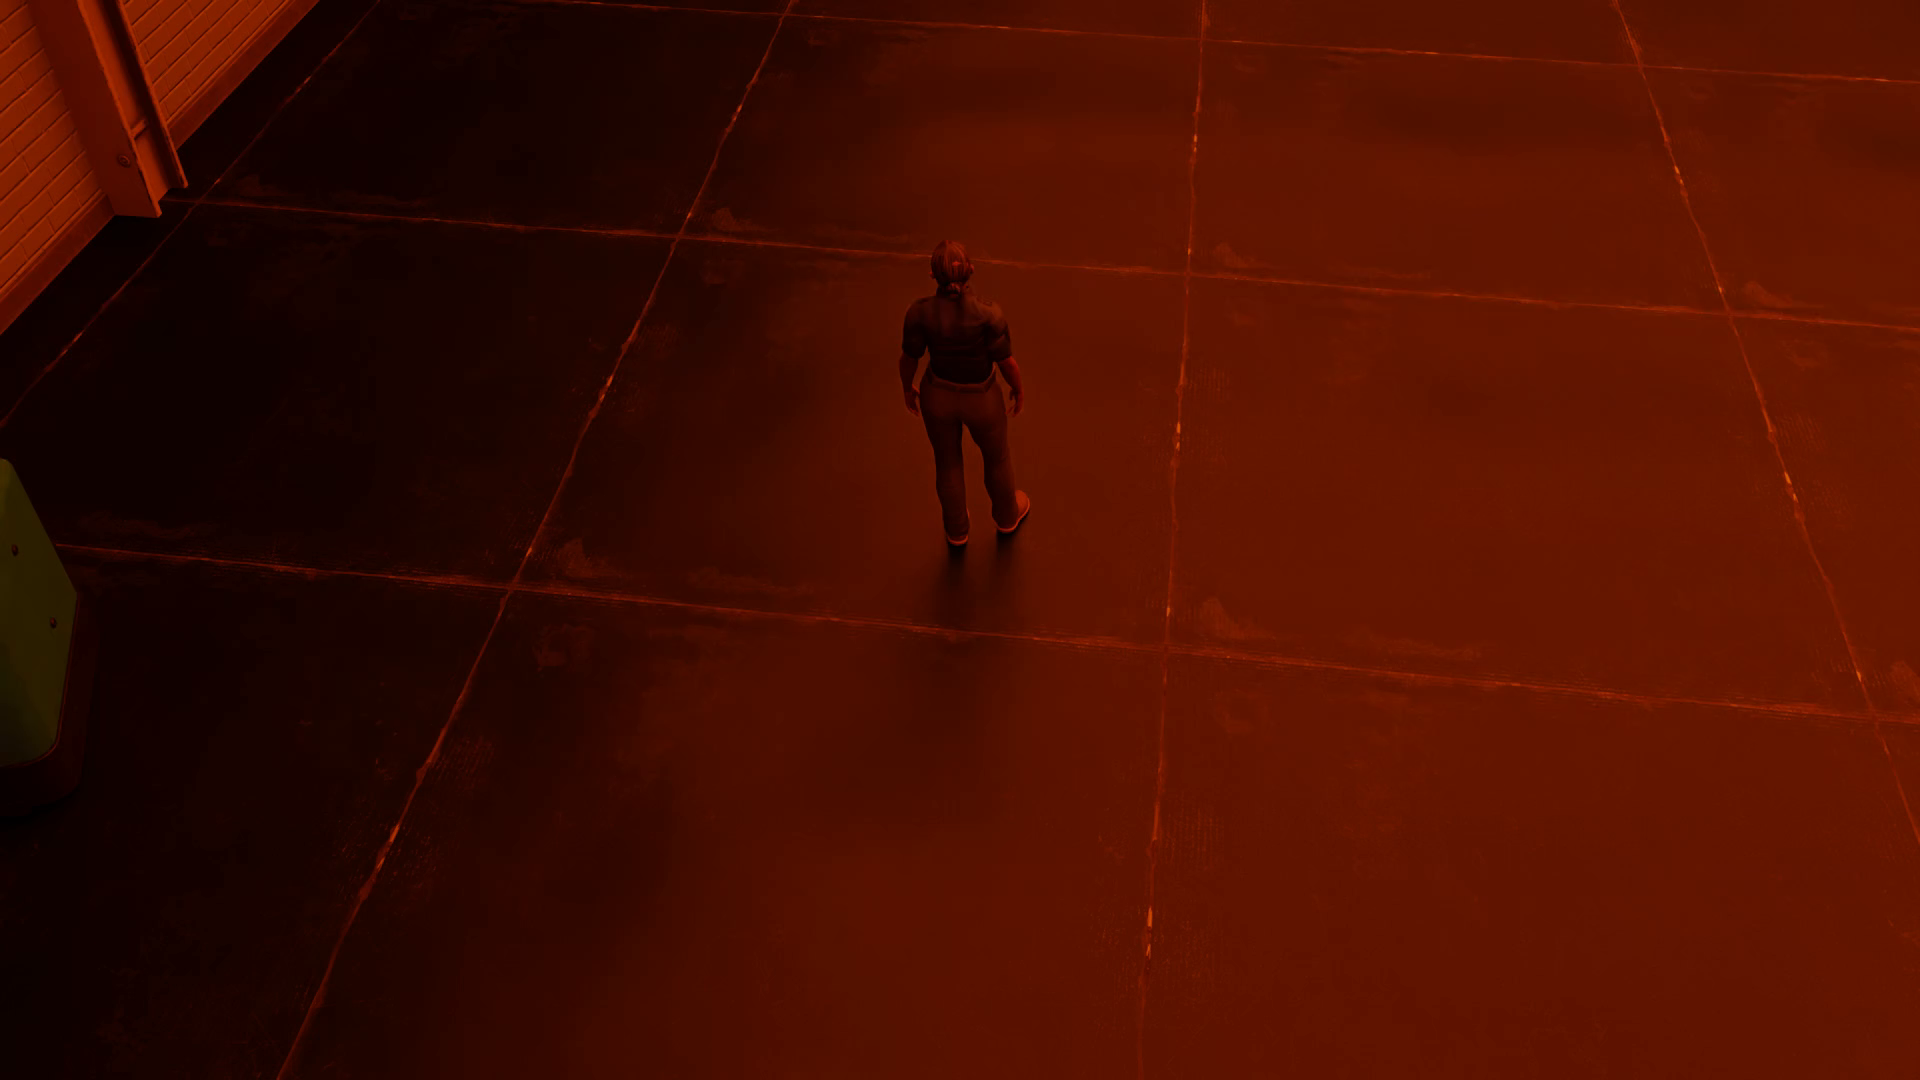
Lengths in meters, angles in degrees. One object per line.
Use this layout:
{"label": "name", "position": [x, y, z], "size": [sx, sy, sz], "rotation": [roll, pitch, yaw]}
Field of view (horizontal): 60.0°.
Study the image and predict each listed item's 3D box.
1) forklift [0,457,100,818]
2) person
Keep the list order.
{"label": "forklift", "position": [-5.134, -0.057, 5.786], "size": [3.031, 2.935, 1.130], "rotation": [-11, 44, -12]}
{"label": "person", "position": [0.031, -0.672, 7.388], "size": [0.569, 1.656, 0.503], "rotation": [5, 43, 6]}
